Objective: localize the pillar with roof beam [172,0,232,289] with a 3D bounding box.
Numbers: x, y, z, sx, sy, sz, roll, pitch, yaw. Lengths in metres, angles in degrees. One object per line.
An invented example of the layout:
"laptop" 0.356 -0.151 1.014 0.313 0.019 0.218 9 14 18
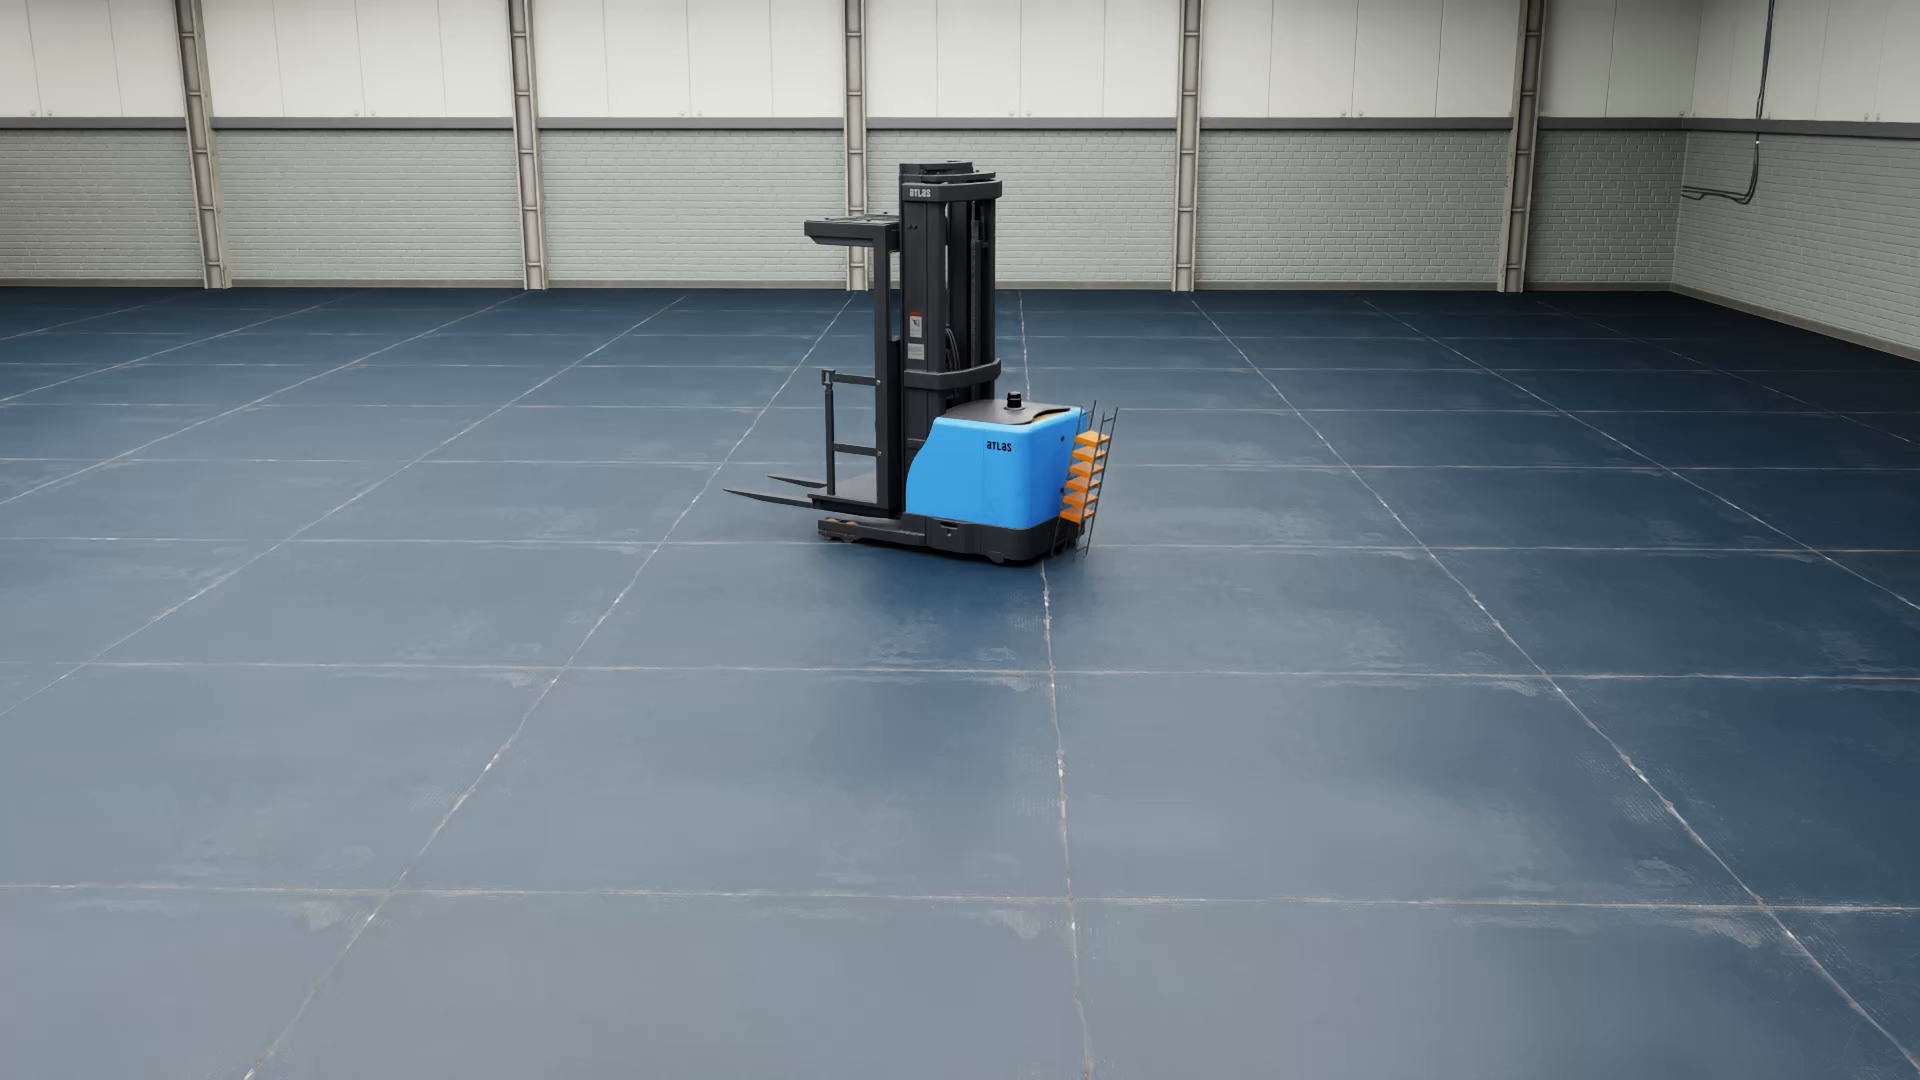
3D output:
"pillar with roof beam" -13.998 -7.982 25.849 0.400 9.000 9.100 0 15 1

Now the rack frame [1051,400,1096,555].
"rack frame" 0.858 -0.467 12.553 0.006 1.200 0.240 20 23 26

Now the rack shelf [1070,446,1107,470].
"rack shelf" 0.968 -0.619 12.446 0.180 0.103 0.258 20 23 26

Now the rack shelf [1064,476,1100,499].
"rack shelf" 0.928 -0.397 12.529 0.180 0.103 0.258 20 23 26

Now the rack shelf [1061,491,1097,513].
"rack shelf" 0.908 -0.286 12.570 0.180 0.103 0.258 20 23 26

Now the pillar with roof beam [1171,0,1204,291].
"pillar with roof beam" 3.996 -7.865 25.404 0.400 9.000 9.100 0 15 1

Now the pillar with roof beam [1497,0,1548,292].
"pillar with roof beam" 9.994 -7.826 25.256 0.400 9.000 9.100 0 15 1

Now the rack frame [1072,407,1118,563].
"rack frame" 1.012 -0.409 12.474 0.006 1.200 0.240 20 23 26

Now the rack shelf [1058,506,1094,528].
"rack shelf" 0.888 -0.175 12.611 0.180 0.103 0.258 20 23 26

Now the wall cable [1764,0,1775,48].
"wall cable" 12.946 -8.818 25.203 0.112 2.526 3.097 0 15 1

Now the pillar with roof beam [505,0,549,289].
"pillar with roof beam" -8.000 -7.943 25.701 0.400 9.000 9.100 0 15 1

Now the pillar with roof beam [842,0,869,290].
"pillar with roof beam" -2.002 -7.904 25.552 0.400 9.000 9.100 0 15 1

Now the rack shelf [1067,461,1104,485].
"rack shelf" 0.948 -0.508 12.487 0.180 0.103 0.258 20 23 26

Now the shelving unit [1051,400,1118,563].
"shelving unit" 0.935 -0.438 12.513 0.189 1.200 0.258 20 23 26

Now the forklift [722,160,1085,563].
"forklift" -0.538 -1.501 13.179 3.031 2.935 1.130 9 17 30

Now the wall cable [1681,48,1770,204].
"wall cable" 13.015 -7.066 28.462 0.112 2.526 3.097 0 15 1

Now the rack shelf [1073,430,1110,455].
"rack shelf" 0.988 -0.729 12.404 0.180 0.103 0.258 20 23 26
